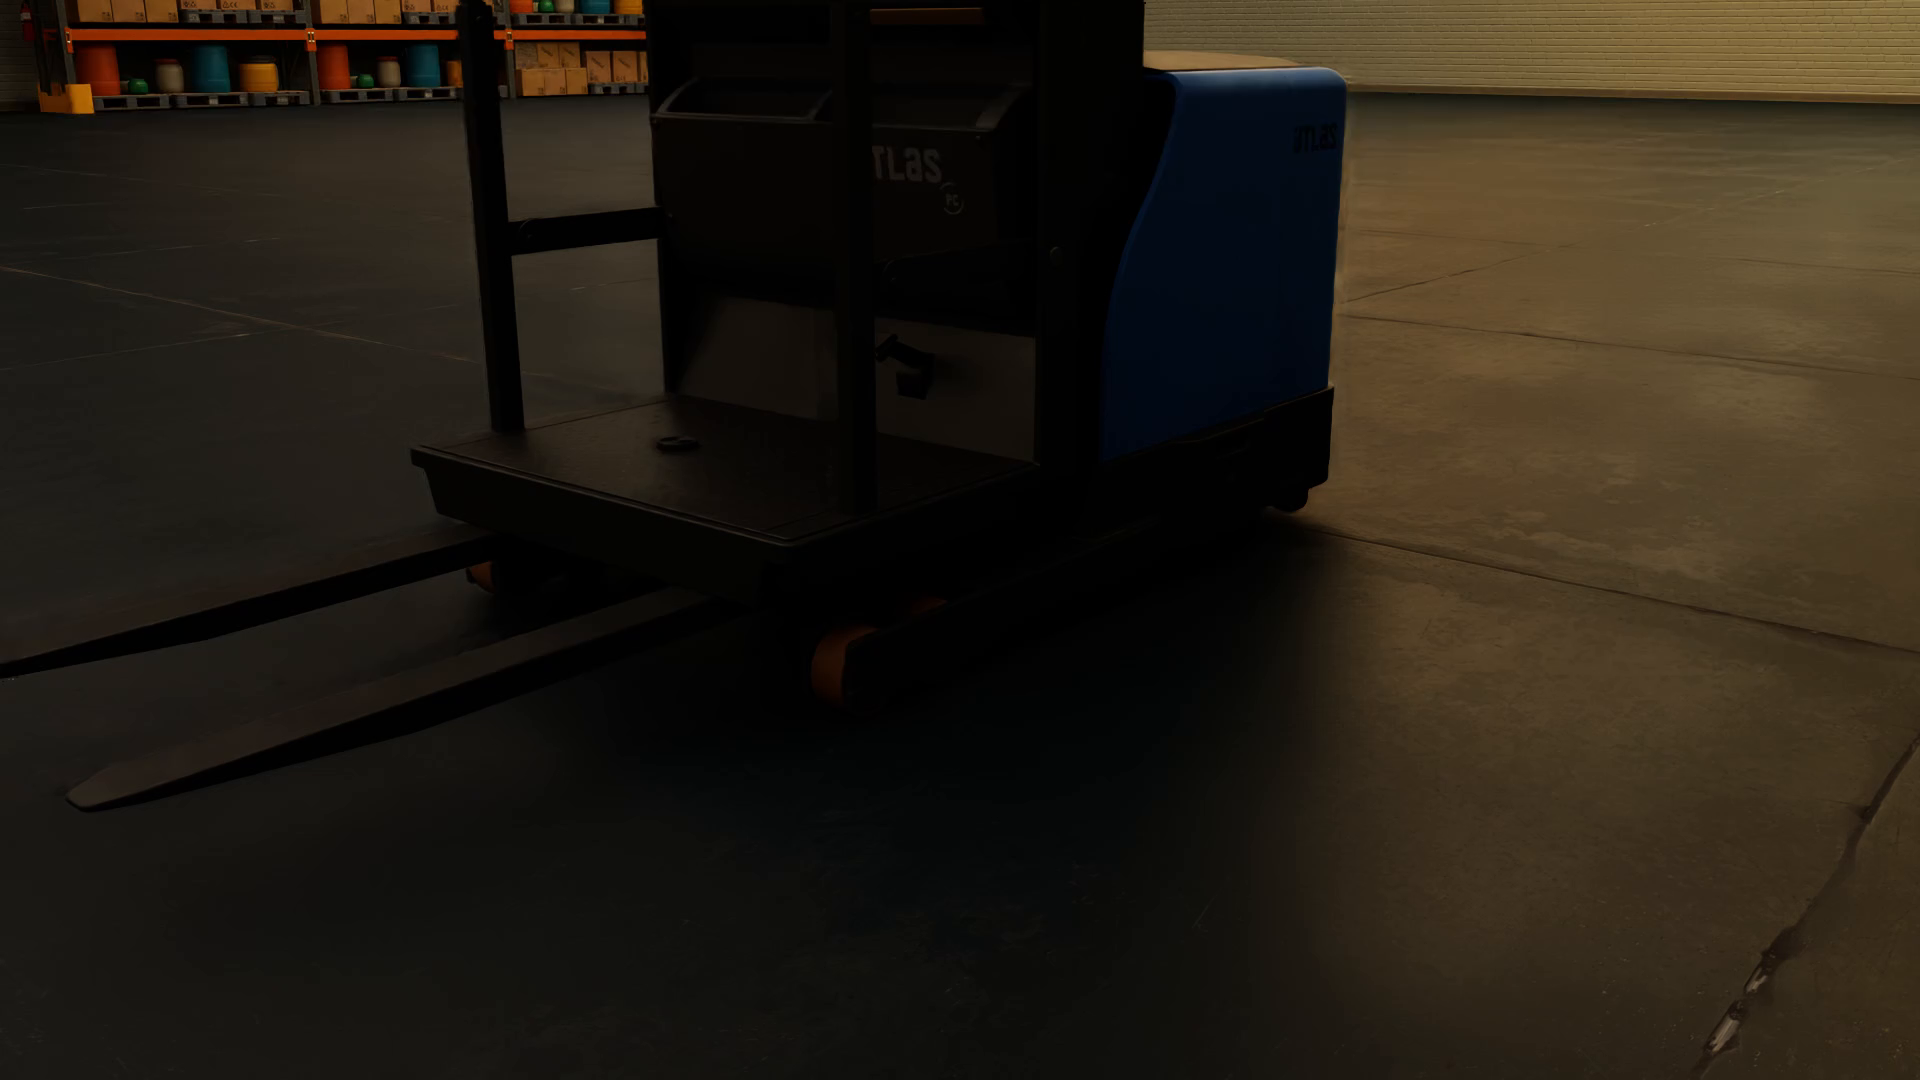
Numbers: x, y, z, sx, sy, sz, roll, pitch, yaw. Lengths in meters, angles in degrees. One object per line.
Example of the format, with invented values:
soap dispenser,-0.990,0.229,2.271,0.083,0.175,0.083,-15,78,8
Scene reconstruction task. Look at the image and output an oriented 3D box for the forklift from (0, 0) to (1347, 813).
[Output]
forklift,-0.390,-1.255,3.032,1.130,2.935,3.031,13,21,37
